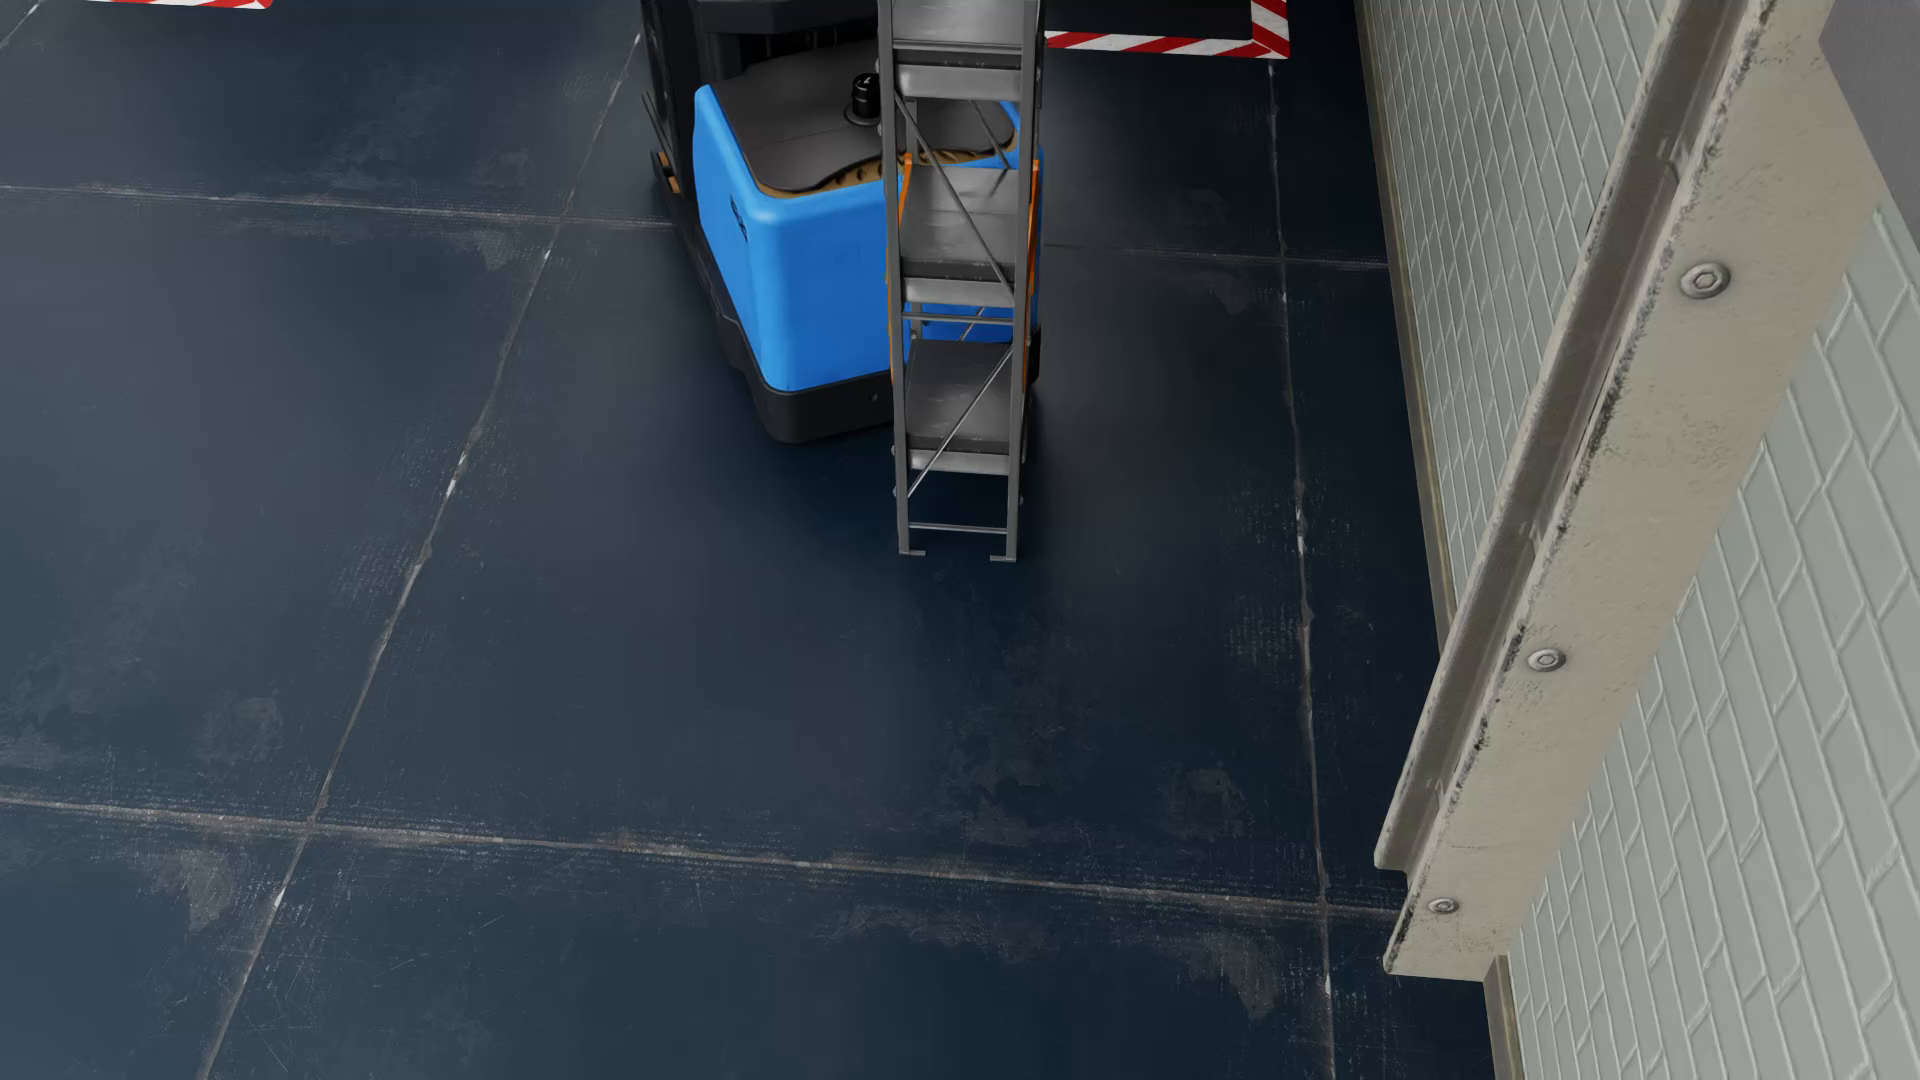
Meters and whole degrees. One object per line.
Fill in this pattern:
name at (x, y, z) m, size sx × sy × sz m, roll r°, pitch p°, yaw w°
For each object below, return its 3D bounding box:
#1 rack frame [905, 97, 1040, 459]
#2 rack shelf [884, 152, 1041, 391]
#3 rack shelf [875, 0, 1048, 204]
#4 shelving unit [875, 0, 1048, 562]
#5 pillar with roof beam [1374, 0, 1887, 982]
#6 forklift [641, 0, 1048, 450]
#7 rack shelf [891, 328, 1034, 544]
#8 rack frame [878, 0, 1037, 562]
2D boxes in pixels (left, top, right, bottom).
rack frame at (0.037, -1.010, 5.250) m, size 0.400 × 2.100 × 0.015 m, roll 4°, pitch 48°, yaw 4°
rack shelf at (0.015, -0.821, 5.097) m, size 0.431 × 0.518 × 0.480 m, roll 4°, pitch 48°, yaw 4°
rack shelf at (0.015, -1.294, 4.580) m, size 0.431 × 0.518 × 0.480 m, roll 4°, pitch 48°, yaw 4°
shelving unit at (0.015, -0.830, 5.086) m, size 0.431 × 2.100 × 0.503 m, roll 4°, pitch 48°, yaw 4°
pillar with roof beam at (-2.930, -2.252, 1.712) m, size 9.100 × 9.000 × 0.400 m, roll 4°, pitch 48°, yaw 4°
forklift at (-0.664, -2.424, 5.981) m, size 1.130 × 2.935 × 3.031 m, roll -15°, pitch 49°, yaw -13°
rack shelf at (0.015, -0.349, 5.613) m, size 0.431 × 0.518 × 0.480 m, roll 4°, pitch 48°, yaw 4°
rack frame at (-0.007, -0.651, 4.922) m, size 0.400 × 2.100 × 0.015 m, roll 4°, pitch 48°, yaw 4°
